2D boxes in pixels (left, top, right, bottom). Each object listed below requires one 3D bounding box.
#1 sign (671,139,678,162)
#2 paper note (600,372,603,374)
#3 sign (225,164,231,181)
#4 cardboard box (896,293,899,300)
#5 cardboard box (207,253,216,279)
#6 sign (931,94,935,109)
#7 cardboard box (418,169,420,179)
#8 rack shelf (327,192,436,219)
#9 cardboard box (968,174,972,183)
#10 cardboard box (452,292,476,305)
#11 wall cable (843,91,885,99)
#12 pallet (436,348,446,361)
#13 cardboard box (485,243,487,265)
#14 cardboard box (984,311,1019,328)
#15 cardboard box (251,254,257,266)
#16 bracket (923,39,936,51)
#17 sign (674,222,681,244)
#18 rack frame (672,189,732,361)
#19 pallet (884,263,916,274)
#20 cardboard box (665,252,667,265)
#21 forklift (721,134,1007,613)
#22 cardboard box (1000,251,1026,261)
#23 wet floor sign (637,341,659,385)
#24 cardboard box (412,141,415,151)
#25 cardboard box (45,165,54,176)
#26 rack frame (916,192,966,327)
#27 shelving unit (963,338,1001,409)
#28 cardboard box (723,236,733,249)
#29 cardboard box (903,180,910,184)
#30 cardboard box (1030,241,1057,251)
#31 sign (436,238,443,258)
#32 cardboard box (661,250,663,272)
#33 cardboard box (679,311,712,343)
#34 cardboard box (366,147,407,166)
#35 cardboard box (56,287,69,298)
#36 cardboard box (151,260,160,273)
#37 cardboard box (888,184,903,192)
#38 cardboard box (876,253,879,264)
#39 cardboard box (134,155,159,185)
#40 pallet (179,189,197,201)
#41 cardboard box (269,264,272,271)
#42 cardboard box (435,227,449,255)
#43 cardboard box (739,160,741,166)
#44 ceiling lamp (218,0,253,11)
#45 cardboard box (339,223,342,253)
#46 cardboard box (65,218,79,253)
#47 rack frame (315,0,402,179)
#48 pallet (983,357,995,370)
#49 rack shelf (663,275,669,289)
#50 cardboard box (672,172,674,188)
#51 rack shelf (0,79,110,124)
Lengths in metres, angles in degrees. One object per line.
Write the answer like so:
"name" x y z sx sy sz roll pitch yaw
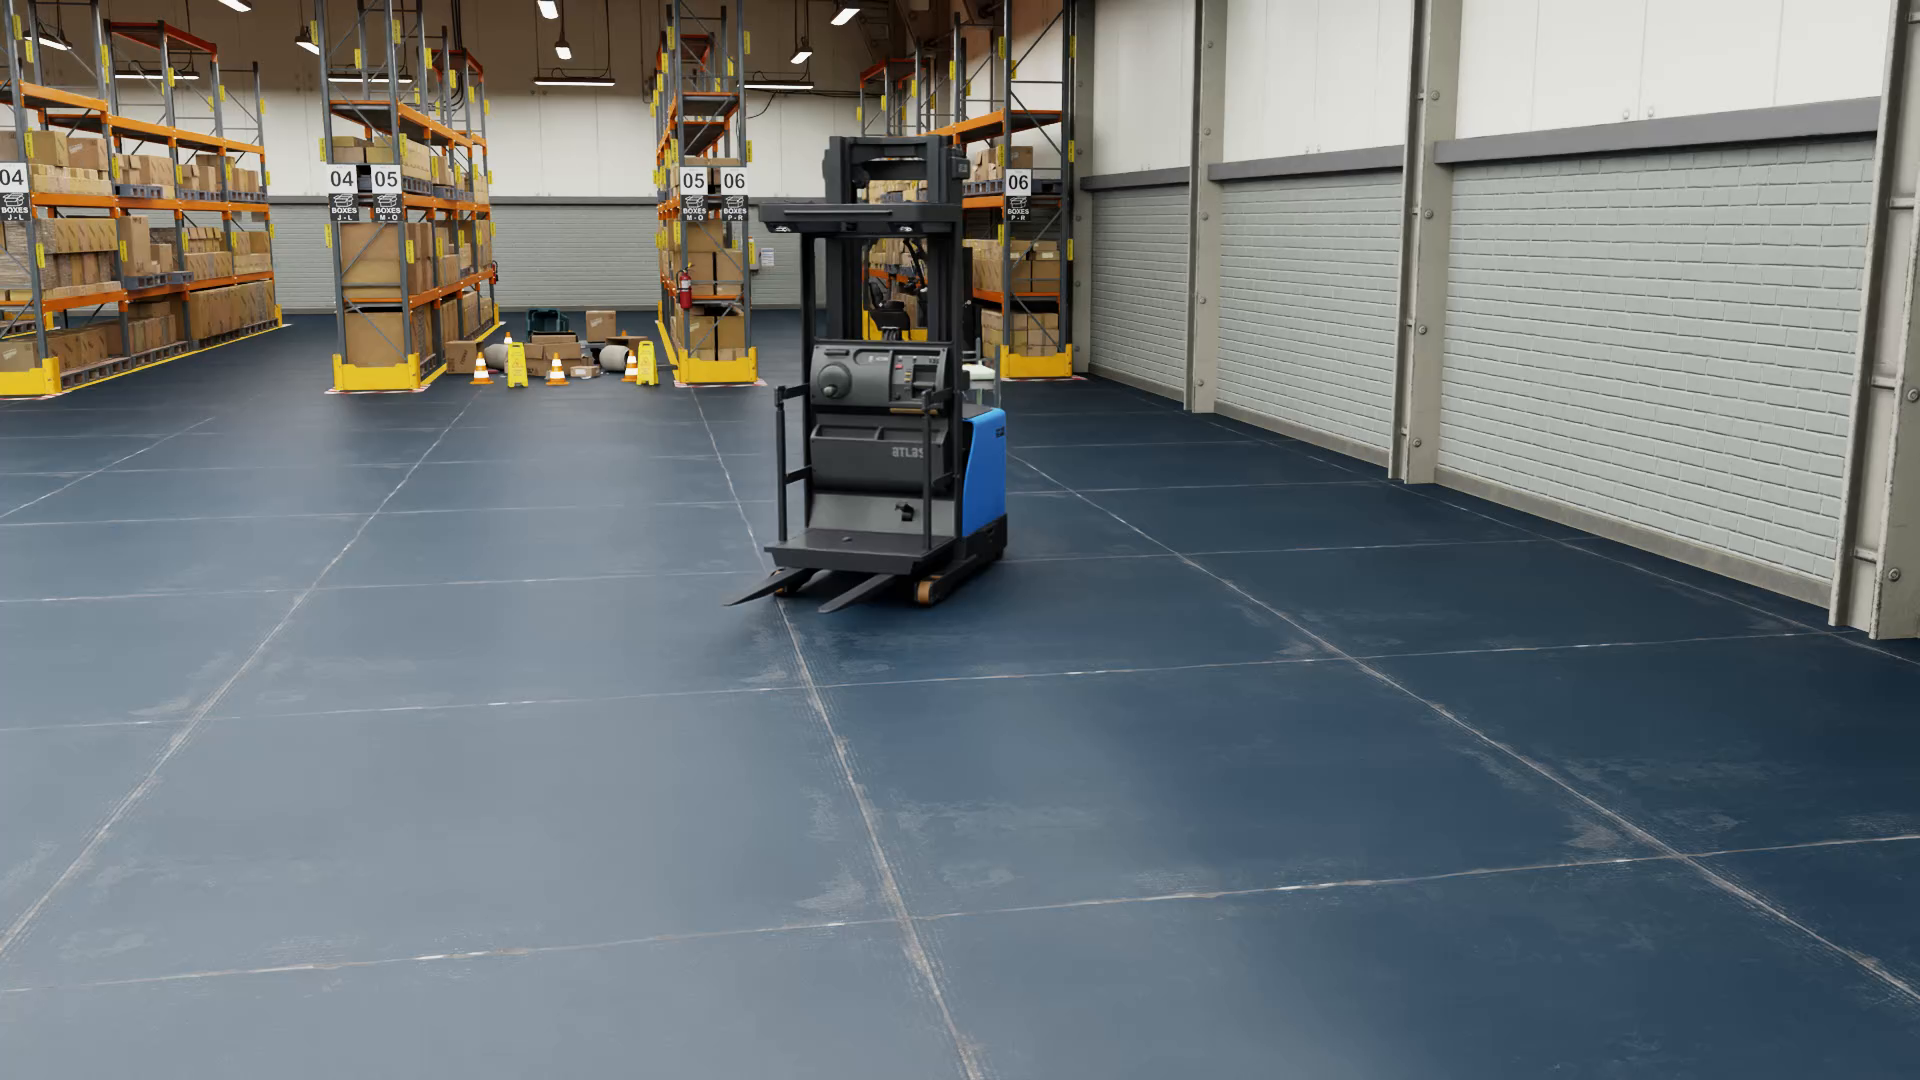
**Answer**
"sign" -4.239 -5.789 24.699 0.100 0.325 0.005 -2 11 -11
"paper note" -5.845 -2.695 26.805 0.148 0.019 0.142 2 11 9
"sign" -15.215 -7.641 34.573 0.100 0.325 0.005 -2 11 -11
"cardboard box" -1.218 -5.453 37.149 0.380 0.149 0.250 -2 11 -13
"cardboard box" -15.096 -5.432 32.947 0.500 0.500 0.500 -2 11 -11
"sign" -0.613 -9.784 37.112 0.100 0.325 0.005 -2 11 -11
"cardboard box" -8.622 -5.703 25.894 0.380 0.149 0.250 -2 11 -11
"rack shelf" -8.915 -5.185 25.819 1.077 0.370 4.000 -2 11 -11
"cardboard box" 0.339 -6.183 28.418 0.380 0.149 0.250 -2 11 -9
"cardboard box" -10.380 -5.024 34.626 0.500 0.250 0.500 -2 11 -8
"wall cable" -1.776 -13.774 46.121 2.988 3.039 0.133 -2 11 -11
"pallet" -9.528 -3.201 28.950 1.003 0.211 1.213 -2 11 -11
"cardboard box" -11.008 -6.476 37.636 0.500 0.500 0.500 -2 11 -8
"cardboard box" 0.677 -3.591 27.100 0.500 0.250 0.500 -2 11 -10
"cardboard box" -15.866 -6.183 36.762 0.500 0.250 0.500 -2 11 -11
"bracket" -0.675 -11.066 37.142 0.235 0.232 0.430 -2 11 -11
"sign" -4.239 -4.605 24.924 0.100 0.325 0.005 -2 11 -11
"rack frame" -4.468 -4.631 29.003 1.000 3.000 0.127 -2 11 -11
"pallet" -1.108 -6.034 36.891 1.003 0.211 1.213 -2 11 -11
"cardboard box" -5.813 -5.803 34.226 0.500 0.250 0.500 -2 11 -12
"forklift" -0.595 -1.103 10.653 1.130 2.935 3.031 3 11 18
"cardboard box" 0.836 -4.499 26.311 0.380 0.149 0.250 -2 11 -10
"wet floor sign" -4.703 -2.667 24.981 0.267 0.644 0.232 2 11 9
"cardboard box" -8.525 -6.002 25.333 0.380 0.149 0.250 -2 11 -12
"cardboard box" -13.346 -5.337 24.025 0.380 0.149 0.250 -2 11 -9
"rack frame" -0.378 -5.545 33.809 1.000 3.000 0.127 -2 11 -11
"shelving unit" 0.028 -0.748 12.615 0.431 1.500 0.755 -2 11 -10
"cardboard box" -4.278 -5.129 29.433 0.500 0.500 0.500 -2 11 -10
"cardboard box" -0.988 -7.578 35.003 0.380 0.149 0.250 -2 11 -11
"cardboard box" 1.322 -4.661 26.367 0.380 0.149 0.250 -2 11 -12
"sign" -8.760 -4.917 27.979 0.100 0.325 0.005 -2 11 -11
"cardboard box" -6.583 -6.409 38.077 0.500 0.500 0.500 -2 11 -12
"cardboard box" -4.298 -3.447 27.008 0.500 0.500 0.500 -2 11 -12
"cardboard box" -8.368 -5.598 24.277 0.500 0.250 0.500 -2 11 -11
"cardboard box" -13.407 -3.658 24.566 0.380 0.149 0.250 -2 11 -11
"cardboard box" -14.378 -4.848 29.382 0.396 0.266 0.258 -2 11 -13
"cardboard box" -1.361 -7.674 36.253 0.380 0.149 0.250 -2 11 -10
"cardboard box" -1.690 -6.619 39.057 0.500 0.250 0.500 -2 11 -11
"cardboard box" -14.437 -6.509 29.243 0.500 0.500 0.500 -2 11 -10
"pallet" -15.144 -6.501 31.311 1.213 0.211 1.003 -2 11 -8
"cardboard box" -16.131 -6.294 38.416 0.380 0.149 0.250 -2 11 -10
"cardboard box" -10.005 -5.623 31.277 0.700 0.500 0.500 -2 11 -11
"cardboard box" -3.588 -5.854 25.947 0.380 0.149 0.250 -2 11 -11
"ceiling lamp" -11.460 -10.160 26.400 0.800 3.185 2.000 -2 11 -11
"cardboard box" -8.758 -4.470 24.868 0.875 0.550 0.550 -2 11 -11
"cardboard box" -13.440 -4.517 24.671 0.500 0.500 0.500 -2 11 -11
"rack frame" -8.526 -6.646 23.545 1.000 3.000 0.127 -2 11 -11
"pallet" 0.988 -2.847 27.090 1.003 0.211 1.213 -2 11 -11
"rack shelf" -5.635 -5.378 34.852 1.077 0.370 4.000 -2 11 -11
"cardboard box" -4.457 -5.899 27.252 0.500 0.250 0.500 -2 11 -10
"rack shelf" -13.800 -6.495 24.689 1.077 0.370 4.000 -2 11 -11
